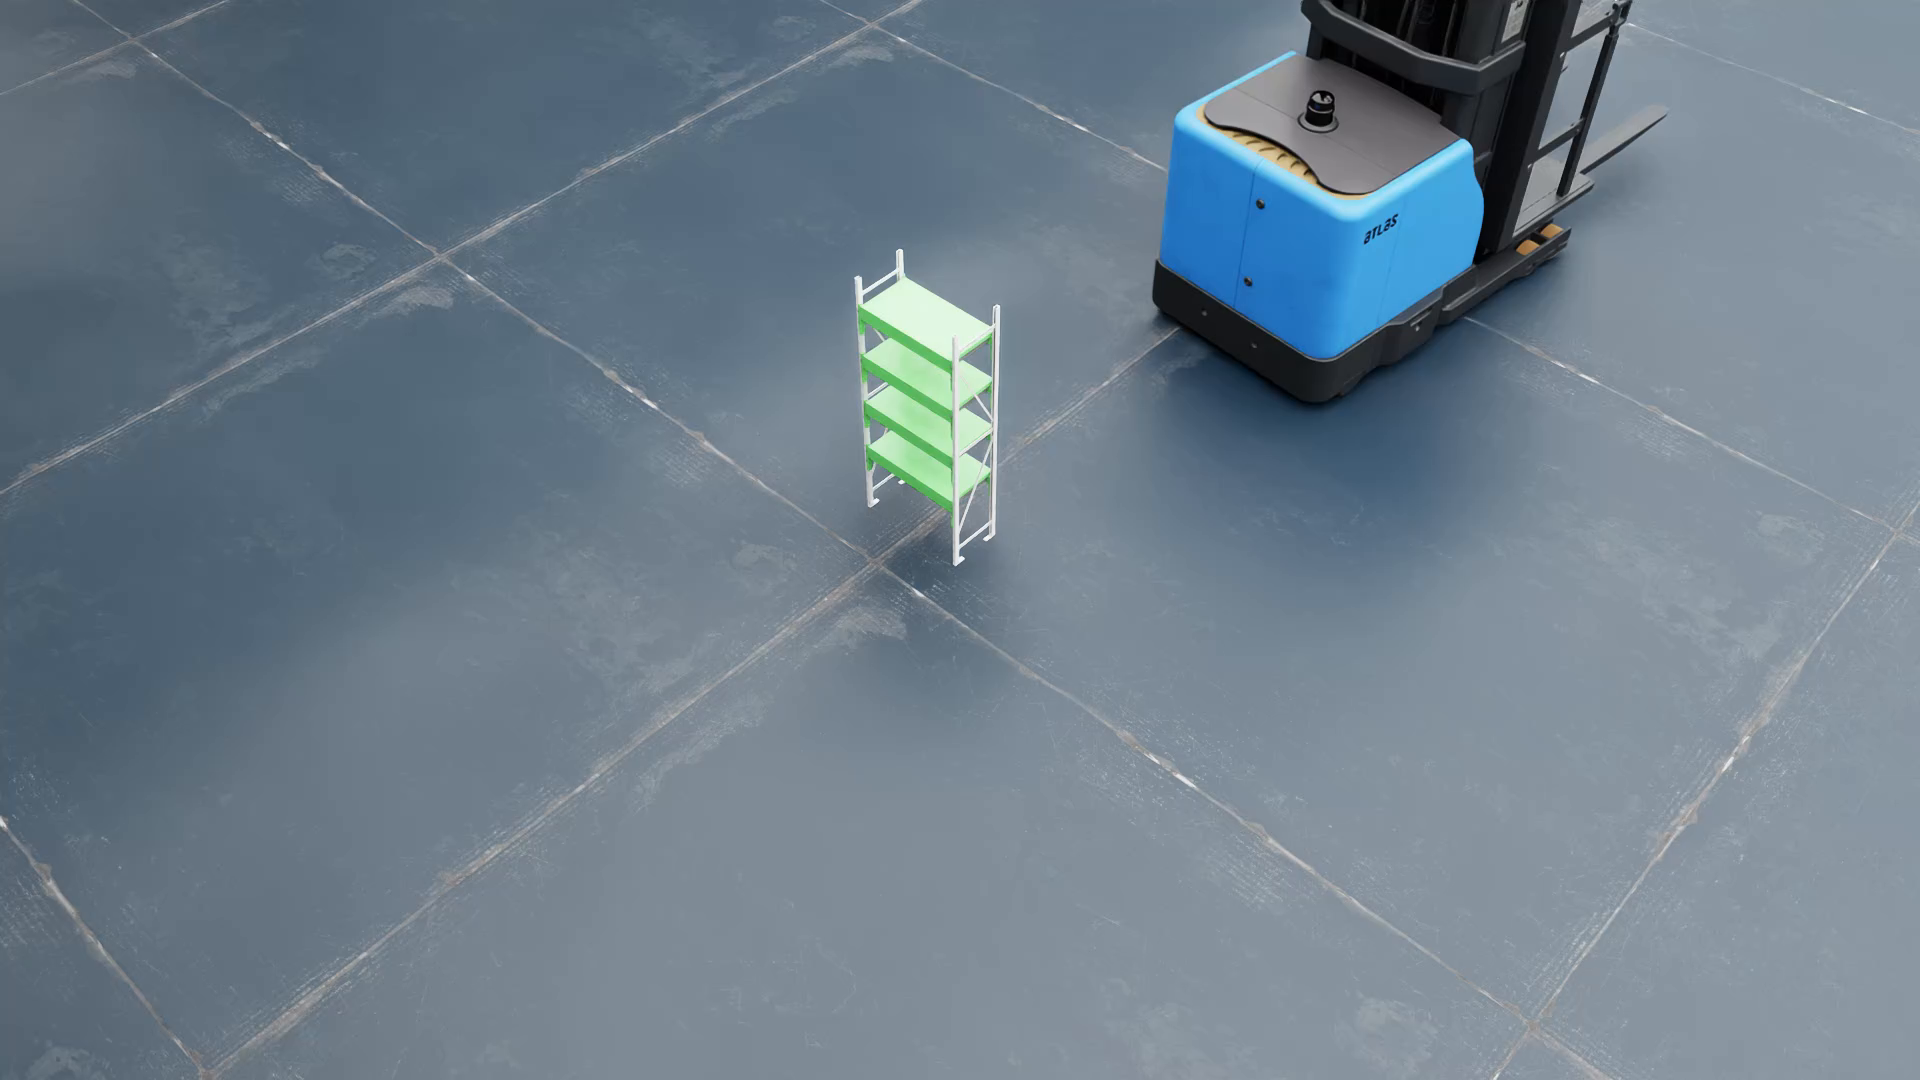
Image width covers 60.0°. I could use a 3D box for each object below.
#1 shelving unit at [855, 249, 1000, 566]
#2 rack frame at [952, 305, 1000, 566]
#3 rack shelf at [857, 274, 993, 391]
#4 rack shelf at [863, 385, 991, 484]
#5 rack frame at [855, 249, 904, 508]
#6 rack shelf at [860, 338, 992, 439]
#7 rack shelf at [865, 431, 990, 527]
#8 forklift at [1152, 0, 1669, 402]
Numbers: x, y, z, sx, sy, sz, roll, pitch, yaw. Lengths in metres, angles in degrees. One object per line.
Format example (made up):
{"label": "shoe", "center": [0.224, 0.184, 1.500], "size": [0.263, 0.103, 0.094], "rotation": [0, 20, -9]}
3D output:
{"label": "shelving unit", "center": [-0.122, -0.493, 6.498], "size": [0.503, 1.200, 0.258], "rotation": [34, 55, 28]}
{"label": "rack frame", "center": [0.058, -0.372, 6.385], "size": [0.015, 1.200, 0.240], "rotation": [34, 55, 28]}
{"label": "rack shelf", "center": [-0.122, -0.777, 6.195], "size": [0.480, 0.148, 0.258], "rotation": [34, 55, 28]}
{"label": "rack shelf", "center": [-0.122, -0.449, 6.545], "size": [0.480, 0.148, 0.258], "rotation": [34, 55, 28]}
{"label": "rack frame", "center": [-0.301, -0.613, 6.611], "size": [0.015, 1.200, 0.240], "rotation": [34, 55, 28]}
{"label": "rack shelf", "center": [-0.122, -0.613, 6.370], "size": [0.480, 0.148, 0.258], "rotation": [34, 55, 28]}
{"label": "rack shelf", "center": [-0.122, -0.285, 6.720], "size": [0.480, 0.148, 0.258], "rotation": [34, 55, 28]}
{"label": "forklift", "center": [2.341, -2.546, 7.238], "size": [3.031, 2.935, 1.130], "rotation": [-33, 55, -27]}
